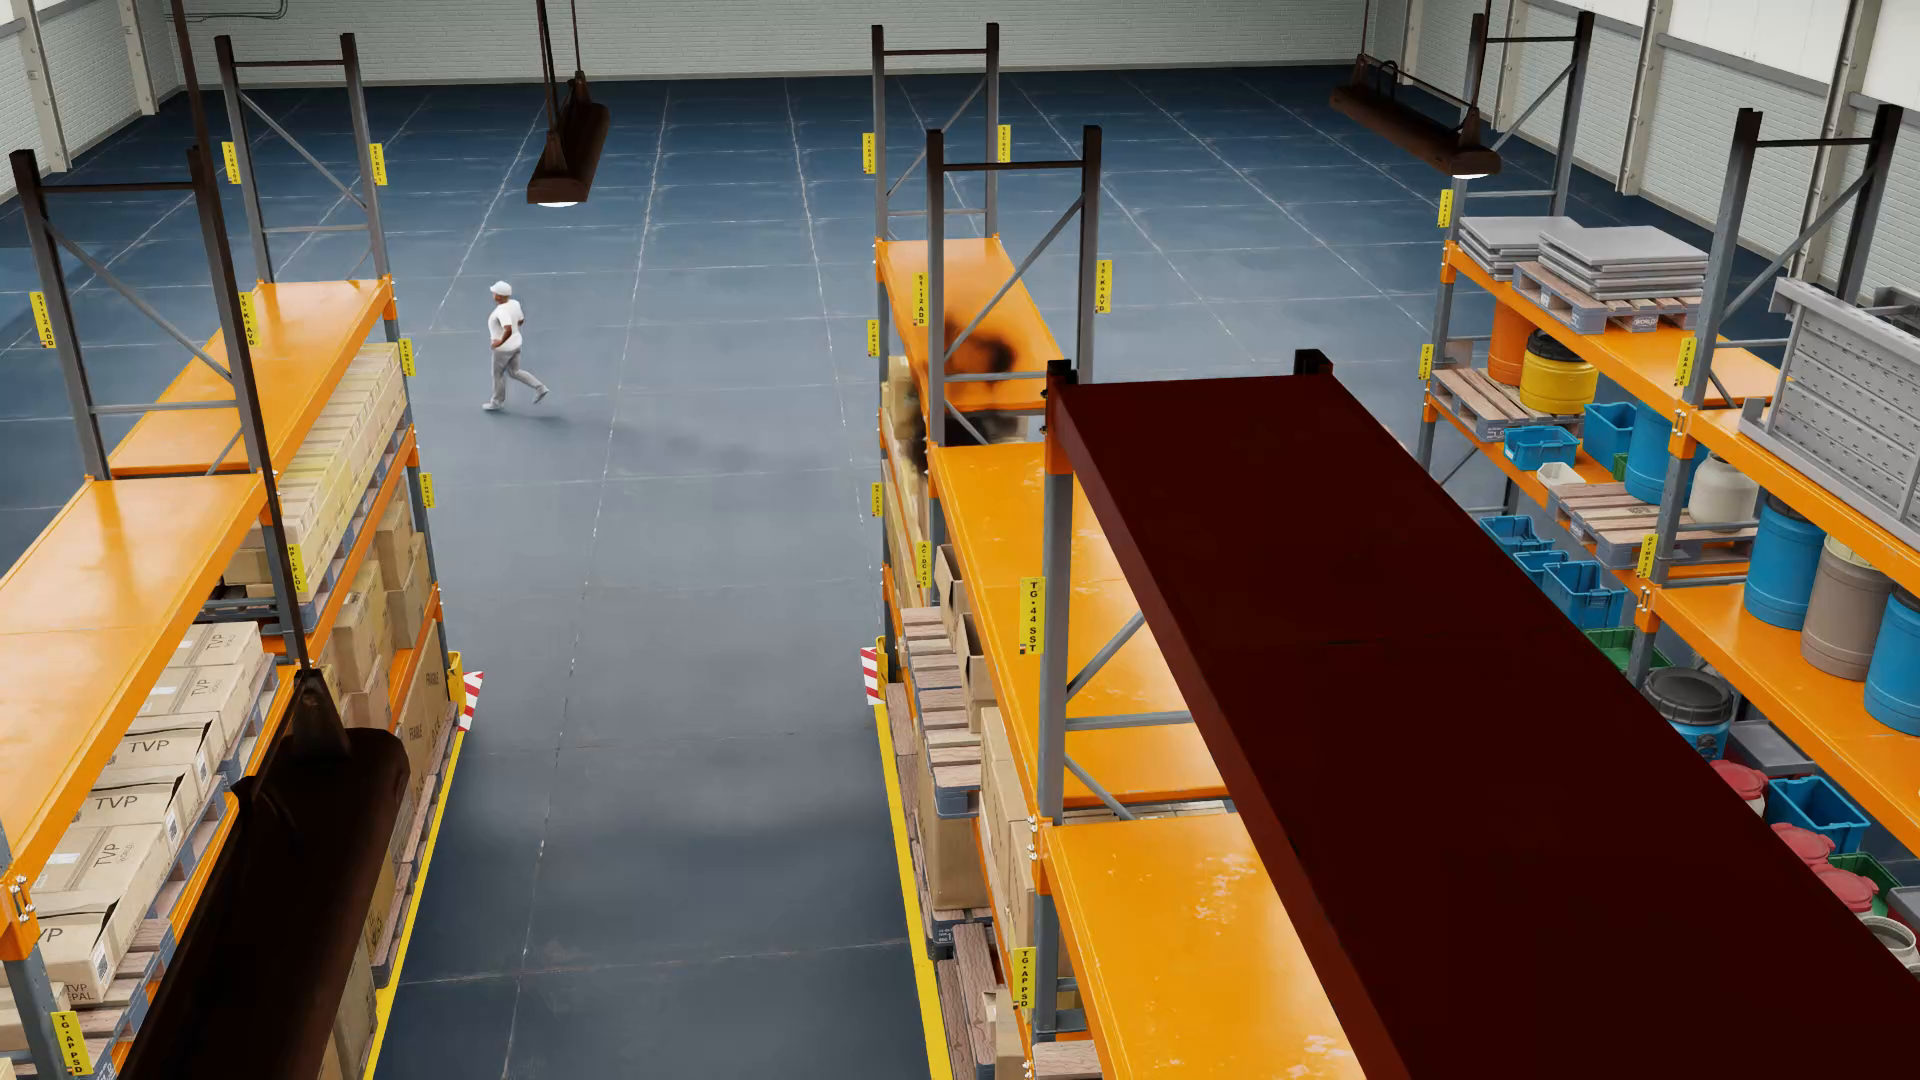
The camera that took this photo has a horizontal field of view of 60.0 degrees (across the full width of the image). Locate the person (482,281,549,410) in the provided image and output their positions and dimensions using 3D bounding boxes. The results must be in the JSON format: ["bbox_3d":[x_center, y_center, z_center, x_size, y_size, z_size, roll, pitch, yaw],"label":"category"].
[{"bbox_3d":[-5.897,-2.519,21.725,0.956,1.762,0.700,7,26,14],"label":"person"}]

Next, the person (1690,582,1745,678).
[{"bbox_3d":[6.495,0.991,14.299,0.675,1.801,0.941,-5,26,-11],"label":"person"}]
